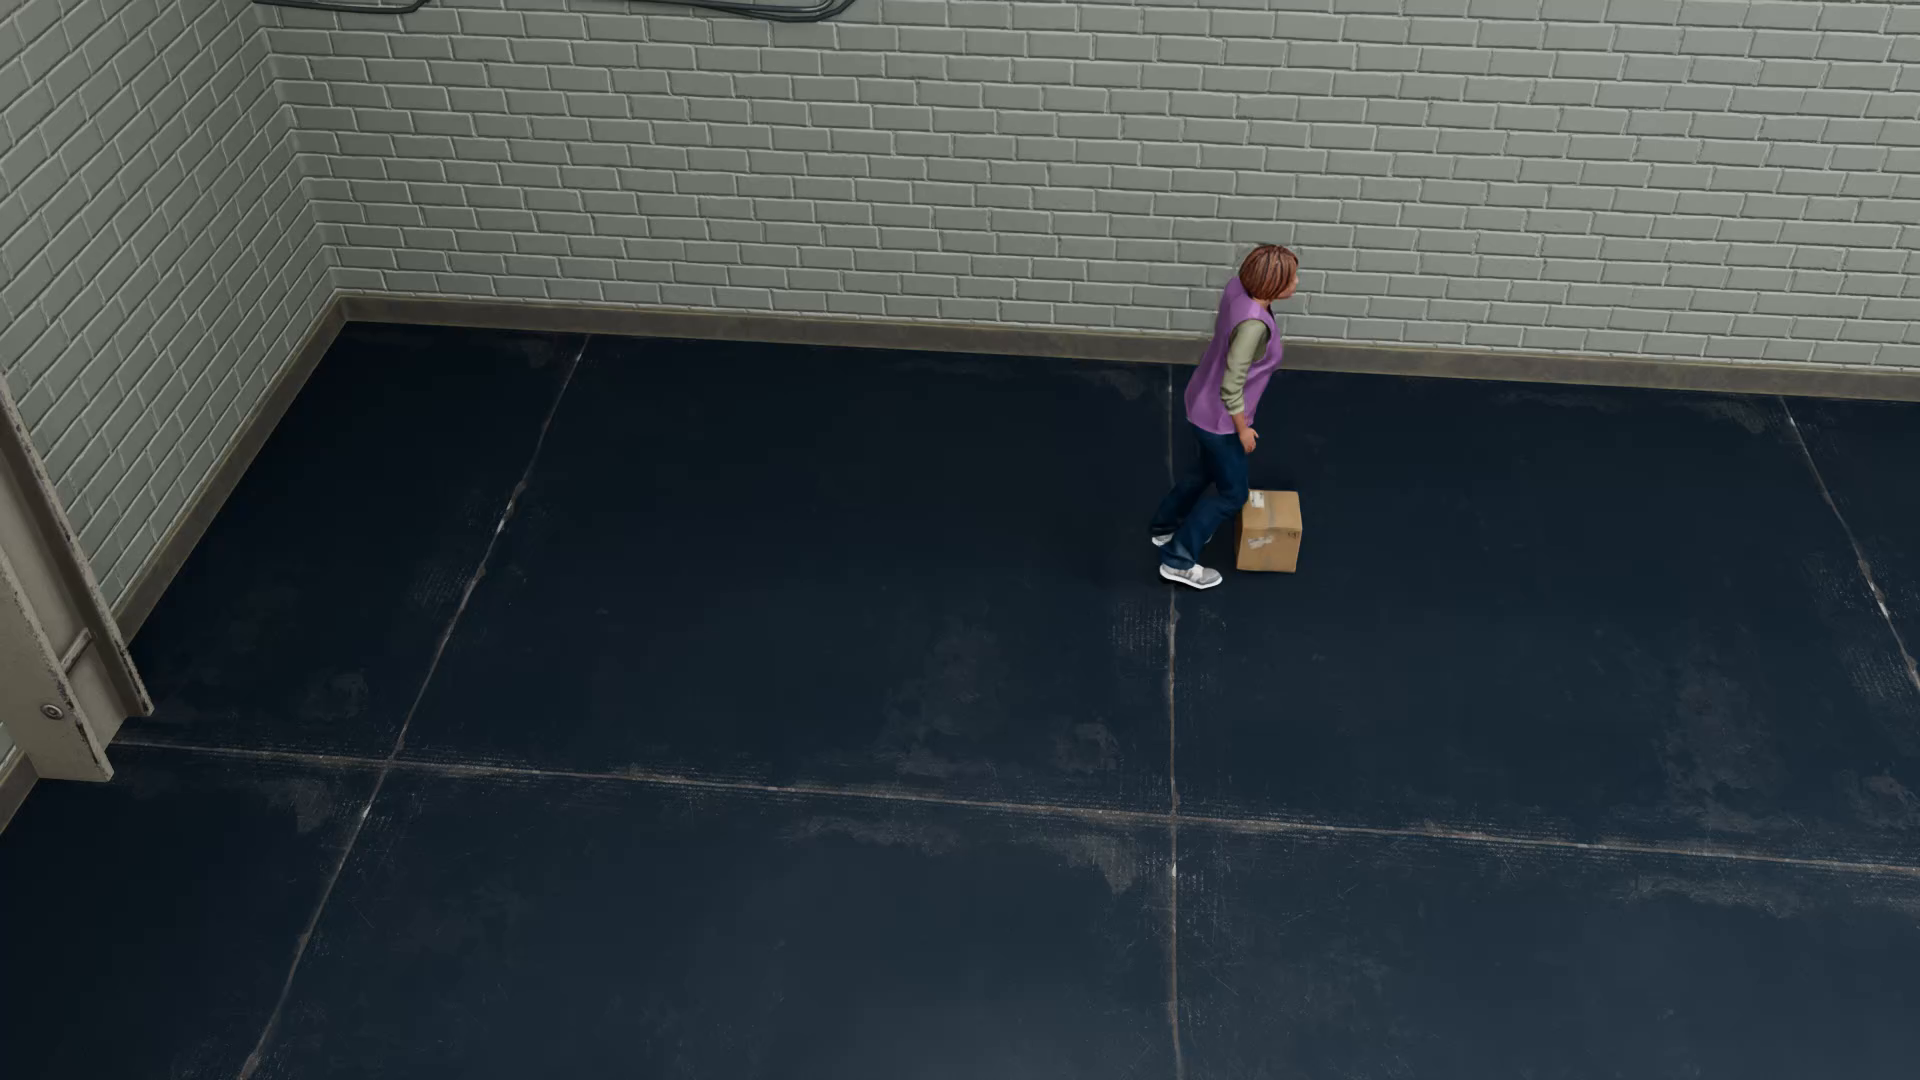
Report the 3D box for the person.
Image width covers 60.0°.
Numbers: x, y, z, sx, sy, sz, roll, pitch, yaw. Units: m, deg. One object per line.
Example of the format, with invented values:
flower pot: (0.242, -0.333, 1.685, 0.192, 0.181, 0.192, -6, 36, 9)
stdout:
person: (1.064, -0.516, 6.796, 0.480, 1.548, 0.560, 2, 41, 2)
